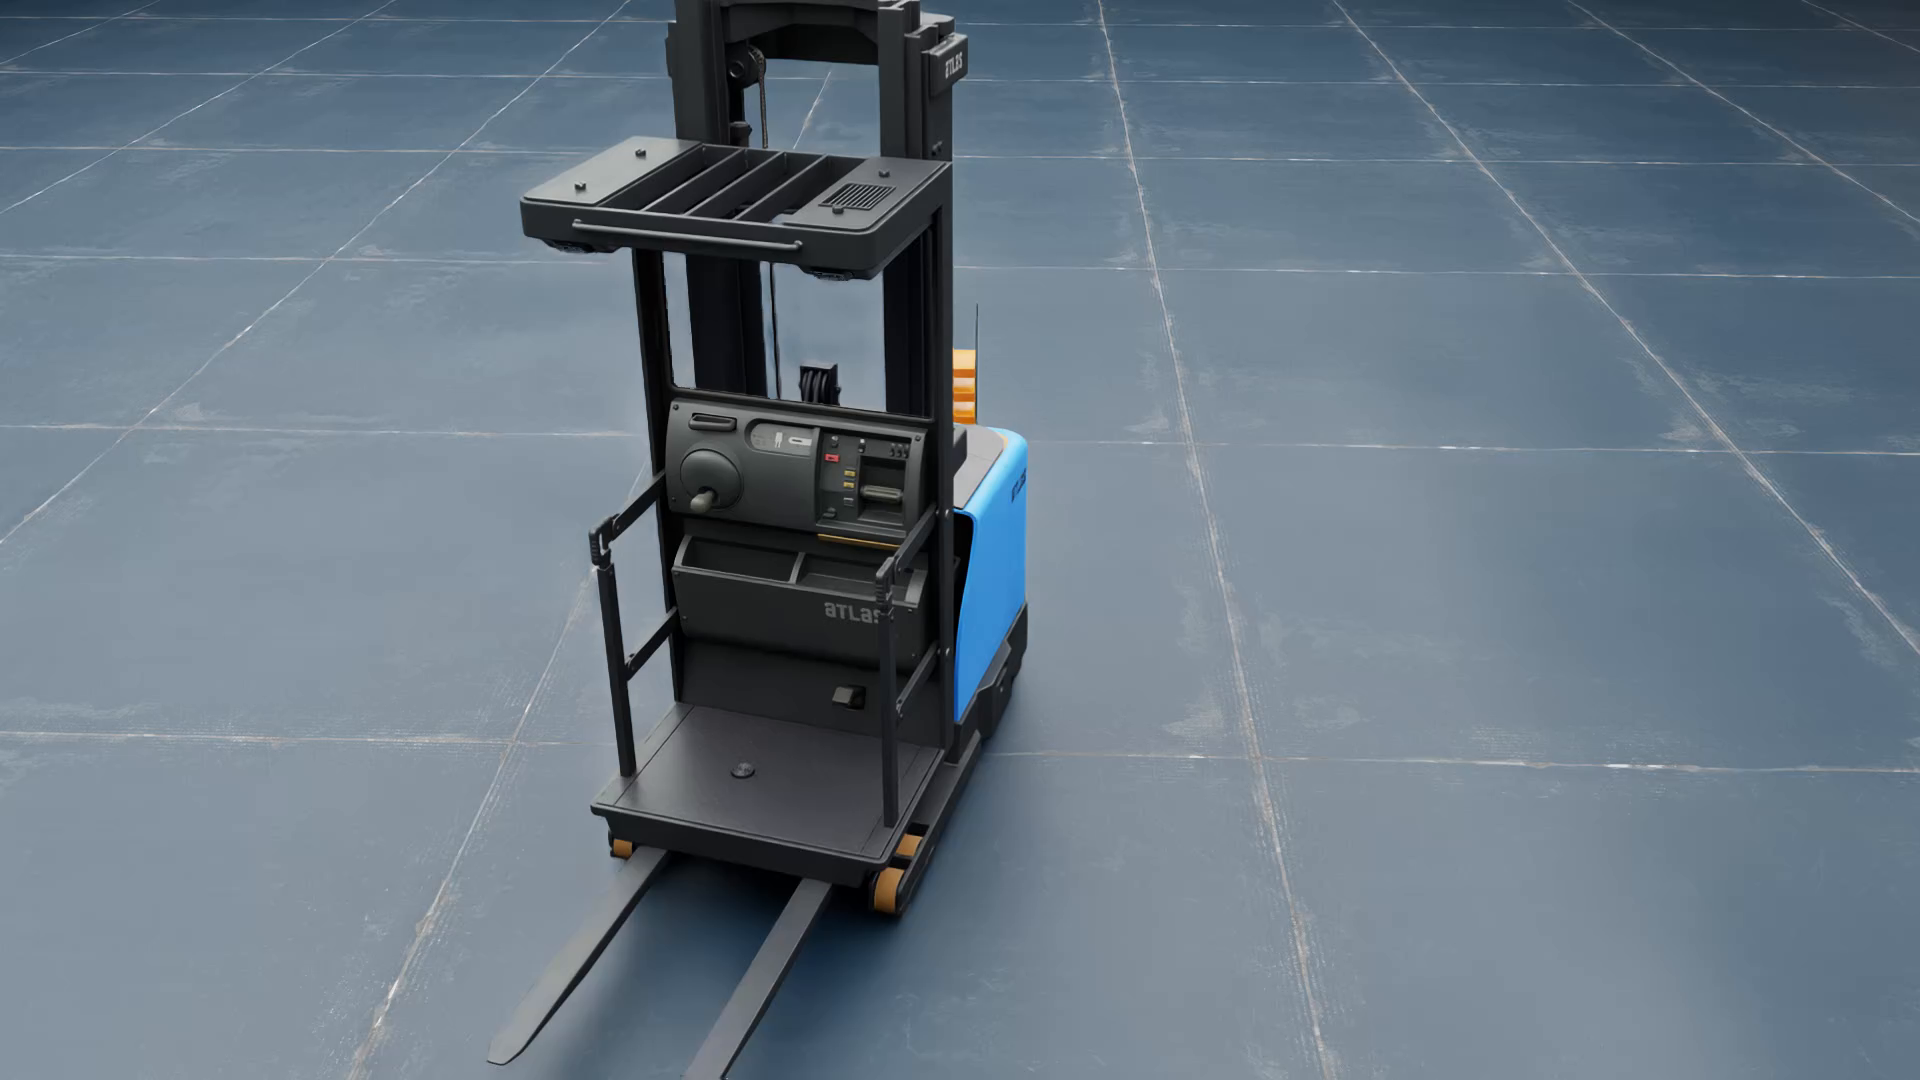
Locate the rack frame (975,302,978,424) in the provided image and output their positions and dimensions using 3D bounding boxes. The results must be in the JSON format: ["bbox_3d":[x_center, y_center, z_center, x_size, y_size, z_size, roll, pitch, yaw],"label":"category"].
[{"bbox_3d":[0.077,-0.529,7.967,0.006,1.200,0.240,1,28,2],"label":"rack frame"}]

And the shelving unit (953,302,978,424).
[{"bbox_3d":[-0.014,-0.530,7.969,0.189,1.200,0.258,1,28,2],"label":"shelving unit"}]

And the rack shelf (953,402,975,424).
[{"bbox_3d":[-0.014,-0.597,7.934,0.180,0.103,0.258,1,28,2],"label":"rack shelf"}]

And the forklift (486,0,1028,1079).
[{"bbox_3d":[-0.630,-0.199,5.497,1.130,2.935,3.031,8,29,15],"label":"forklift"}]

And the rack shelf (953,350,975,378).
[{"bbox_3d":[-0.014,-0.809,7.822,0.180,0.103,0.258,1,28,2],"label":"rack shelf"}]

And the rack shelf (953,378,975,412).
[{"bbox_3d":[-0.014,-0.703,7.878,0.180,0.103,0.258,1,28,2],"label":"rack shelf"}]
